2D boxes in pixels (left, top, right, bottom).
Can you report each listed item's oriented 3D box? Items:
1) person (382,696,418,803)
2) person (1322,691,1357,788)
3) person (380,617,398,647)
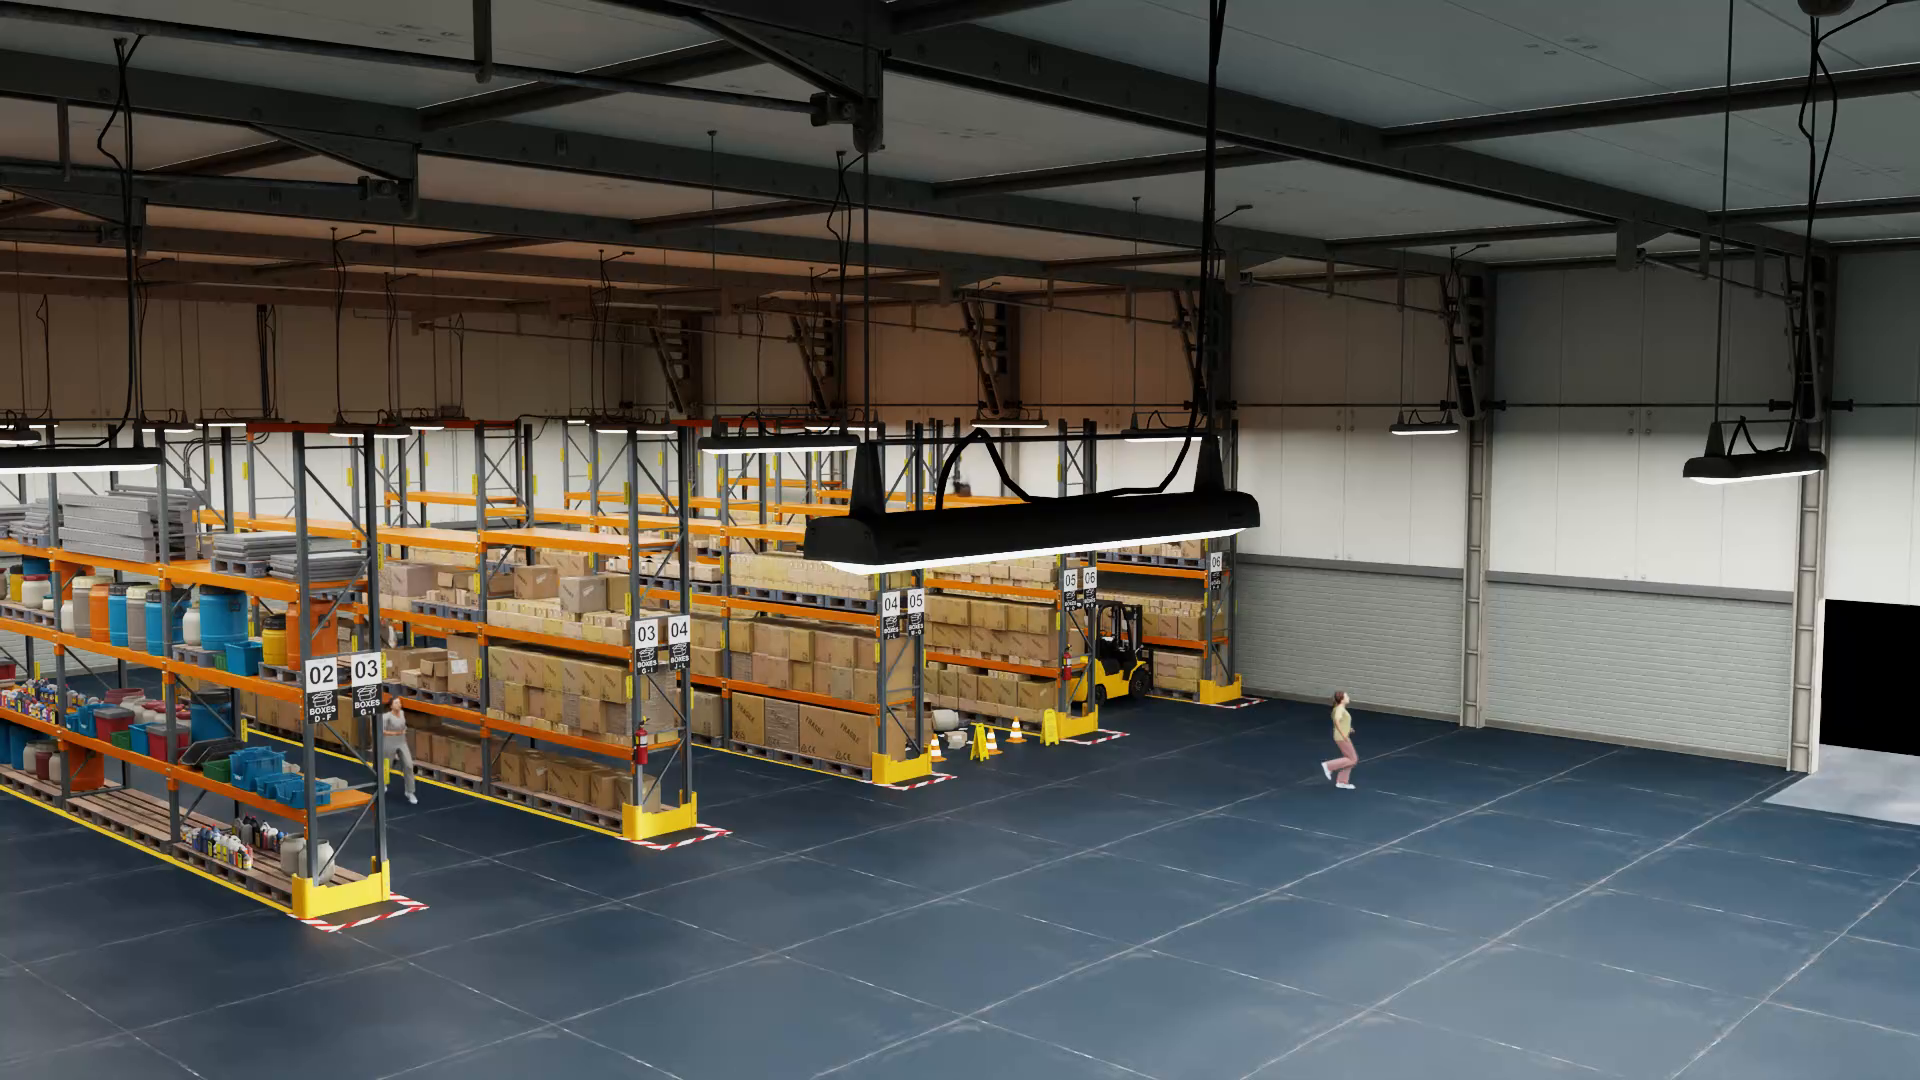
[{"bbox_3d":[-9.082,3.336,26.614,1.009,1.709,0.534,4,6,42],"label":"person"},{"bbox_3d":[6.248,3.290,27.423,0.563,1.628,0.616,0,5,6],"label":"person"},{"bbox_3d":[-12.600,2.480,36.371,0.665,1.820,0.896,-4,6,-42],"label":"person"}]
